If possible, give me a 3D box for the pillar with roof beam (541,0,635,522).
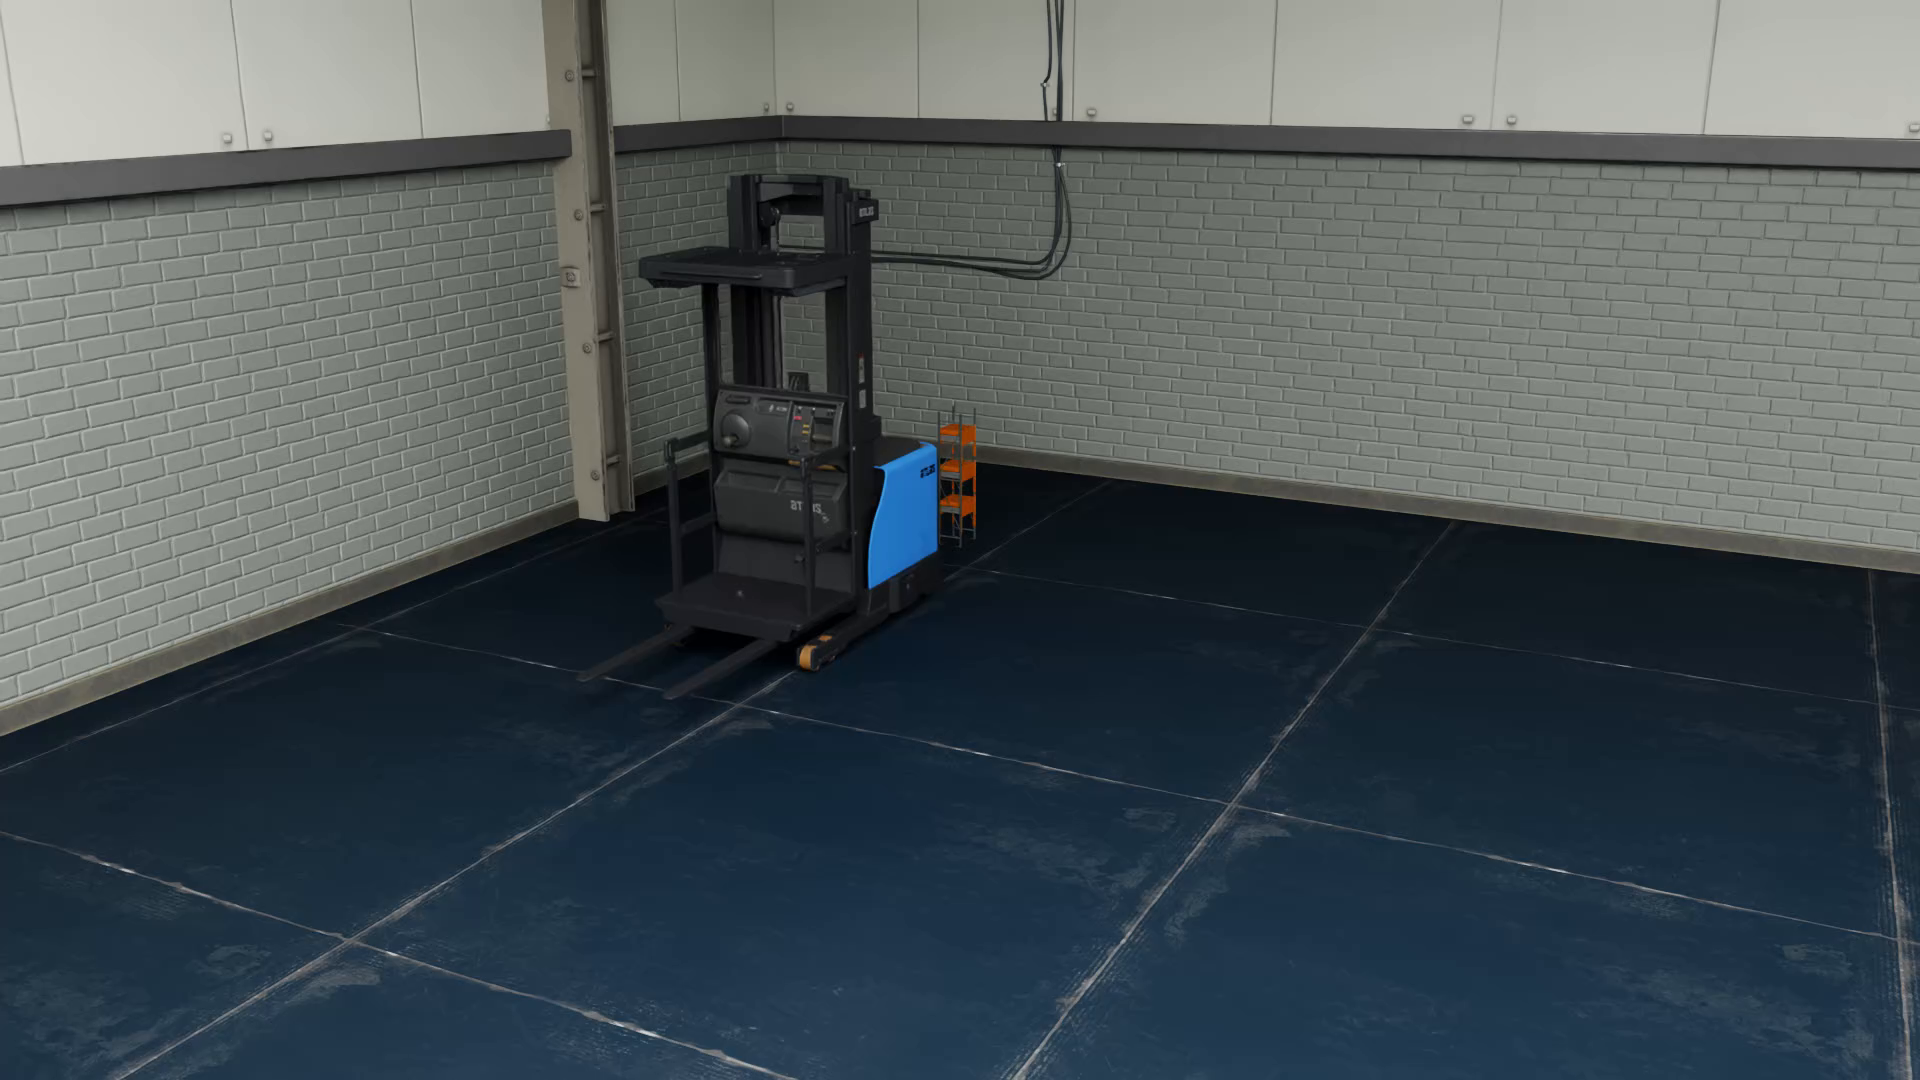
[{"bbox_3d":[0.923,-3.984,10.633,9.100,9.000,0.400,8,18,25],"label":"pillar with roof beam"}]

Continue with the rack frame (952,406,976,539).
[{"bbox_3d":[0.031,-0.521,12.934,0.200,1.050,0.008,8,18,25],"label":"rack frame"}]

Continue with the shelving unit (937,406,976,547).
[{"bbox_3d":[-0.024,-0.490,12.829,0.215,1.050,0.252,8,18,25],"label":"shelving unit"}]

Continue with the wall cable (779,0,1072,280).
[{"bbox_3d":[-0.429,-3.625,14.879,3.097,2.526,0.112,8,18,25],"label":"wall cable"}]

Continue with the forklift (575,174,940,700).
[{"bbox_3d":[-1.244,-0.734,10.349,1.130,2.935,3.031,8,18,25],"label":"forklift"}]

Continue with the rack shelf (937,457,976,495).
[{"bbox_3d":[-0.024,-0.479,12.832,0.215,0.259,0.240,8,18,25],"label":"rack shelf"}]

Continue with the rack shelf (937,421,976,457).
[{"bbox_3d":[-0.024,-0.752,12.751,0.215,0.259,0.240,8,18,25],"label":"rack shelf"}]

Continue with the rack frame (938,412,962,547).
[{"bbox_3d":[-0.078,-0.459,12.724,0.200,1.050,0.008,8,18,25],"label":"rack frame"}]

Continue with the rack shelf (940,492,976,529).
[{"bbox_3d":[-0.024,-0.213,12.911,0.215,0.259,0.240,8,18,25],"label":"rack shelf"}]
